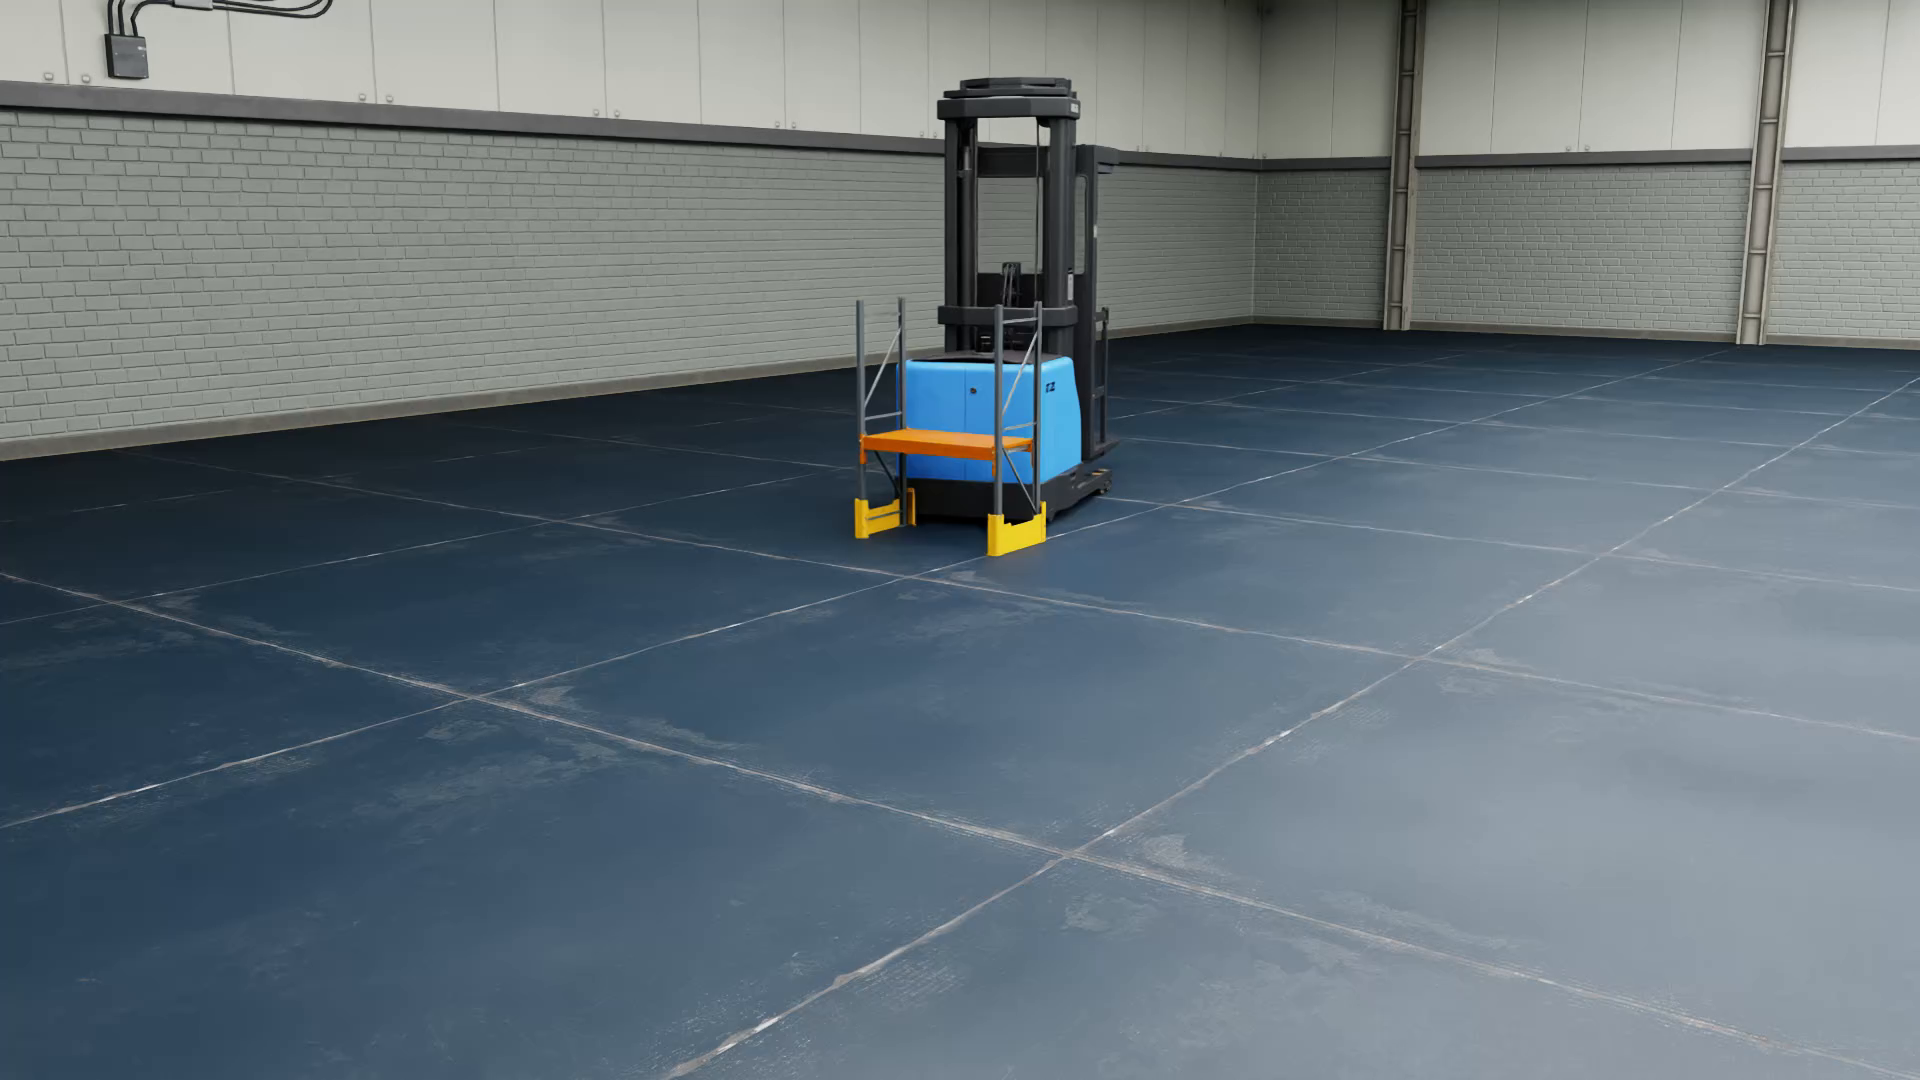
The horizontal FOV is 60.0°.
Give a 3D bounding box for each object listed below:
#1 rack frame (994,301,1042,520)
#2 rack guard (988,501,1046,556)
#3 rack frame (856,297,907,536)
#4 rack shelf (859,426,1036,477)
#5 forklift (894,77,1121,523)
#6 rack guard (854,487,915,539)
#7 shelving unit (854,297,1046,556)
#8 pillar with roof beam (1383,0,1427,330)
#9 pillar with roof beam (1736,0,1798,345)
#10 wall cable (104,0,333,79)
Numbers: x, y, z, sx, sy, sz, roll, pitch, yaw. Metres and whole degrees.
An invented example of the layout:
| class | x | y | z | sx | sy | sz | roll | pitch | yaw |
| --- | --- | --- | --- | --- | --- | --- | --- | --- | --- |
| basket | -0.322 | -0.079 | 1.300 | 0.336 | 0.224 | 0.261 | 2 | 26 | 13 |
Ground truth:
| class | x | y | z | sx | sy | sz | roll | pitch | yaw |
| --- | --- | --- | --- | --- | --- | --- | --- | --- | --- |
| rack frame | 0.353 | -0.686 | 10.129 | 0.032 | 1.500 | 0.500 | 7 | 13 | 32 |
| rack guard | 0.352 | -0.073 | 10.248 | 0.087 | 0.250 | 0.587 | 7 | 13 | 32 |
| rack frame | -0.500 | -0.791 | 10.672 | 0.032 | 1.500 | 0.500 | 7 | 13 | 32 |
| rack shelf | -0.073 | -0.562 | 10.435 | 1.000 | 0.185 | 0.538 | 7 | 13 | 32 |
| forklift | 0.512 | -1.793 | 12.080 | 1.130 | 2.935 | 3.031 | 4 | 12 | 18 |
| rack guard | -0.483 | -0.176 | 10.780 | 0.087 | 0.250 | 0.587 | 7 | 13 | 32 |
| shelving unit | -0.066 | -0.738 | 10.396 | 1.083 | 1.500 | 0.587 | 7 | 13 | 32 |
| pillar with roof beam | 5.453 | -7.618 | 26.216 | 0.400 | 9.000 | 9.100 | 8 | 13 | 36 |
| pillar with roof beam | 10.289 | -6.943 | 22.729 | 0.400 | 9.000 | 9.100 | 8 | 13 | 36 |
| wall cable | -6.604 | -7.110 | 14.634 | 0.169 | 6.003 | 2.305 | 8 | 13 | 36 |
